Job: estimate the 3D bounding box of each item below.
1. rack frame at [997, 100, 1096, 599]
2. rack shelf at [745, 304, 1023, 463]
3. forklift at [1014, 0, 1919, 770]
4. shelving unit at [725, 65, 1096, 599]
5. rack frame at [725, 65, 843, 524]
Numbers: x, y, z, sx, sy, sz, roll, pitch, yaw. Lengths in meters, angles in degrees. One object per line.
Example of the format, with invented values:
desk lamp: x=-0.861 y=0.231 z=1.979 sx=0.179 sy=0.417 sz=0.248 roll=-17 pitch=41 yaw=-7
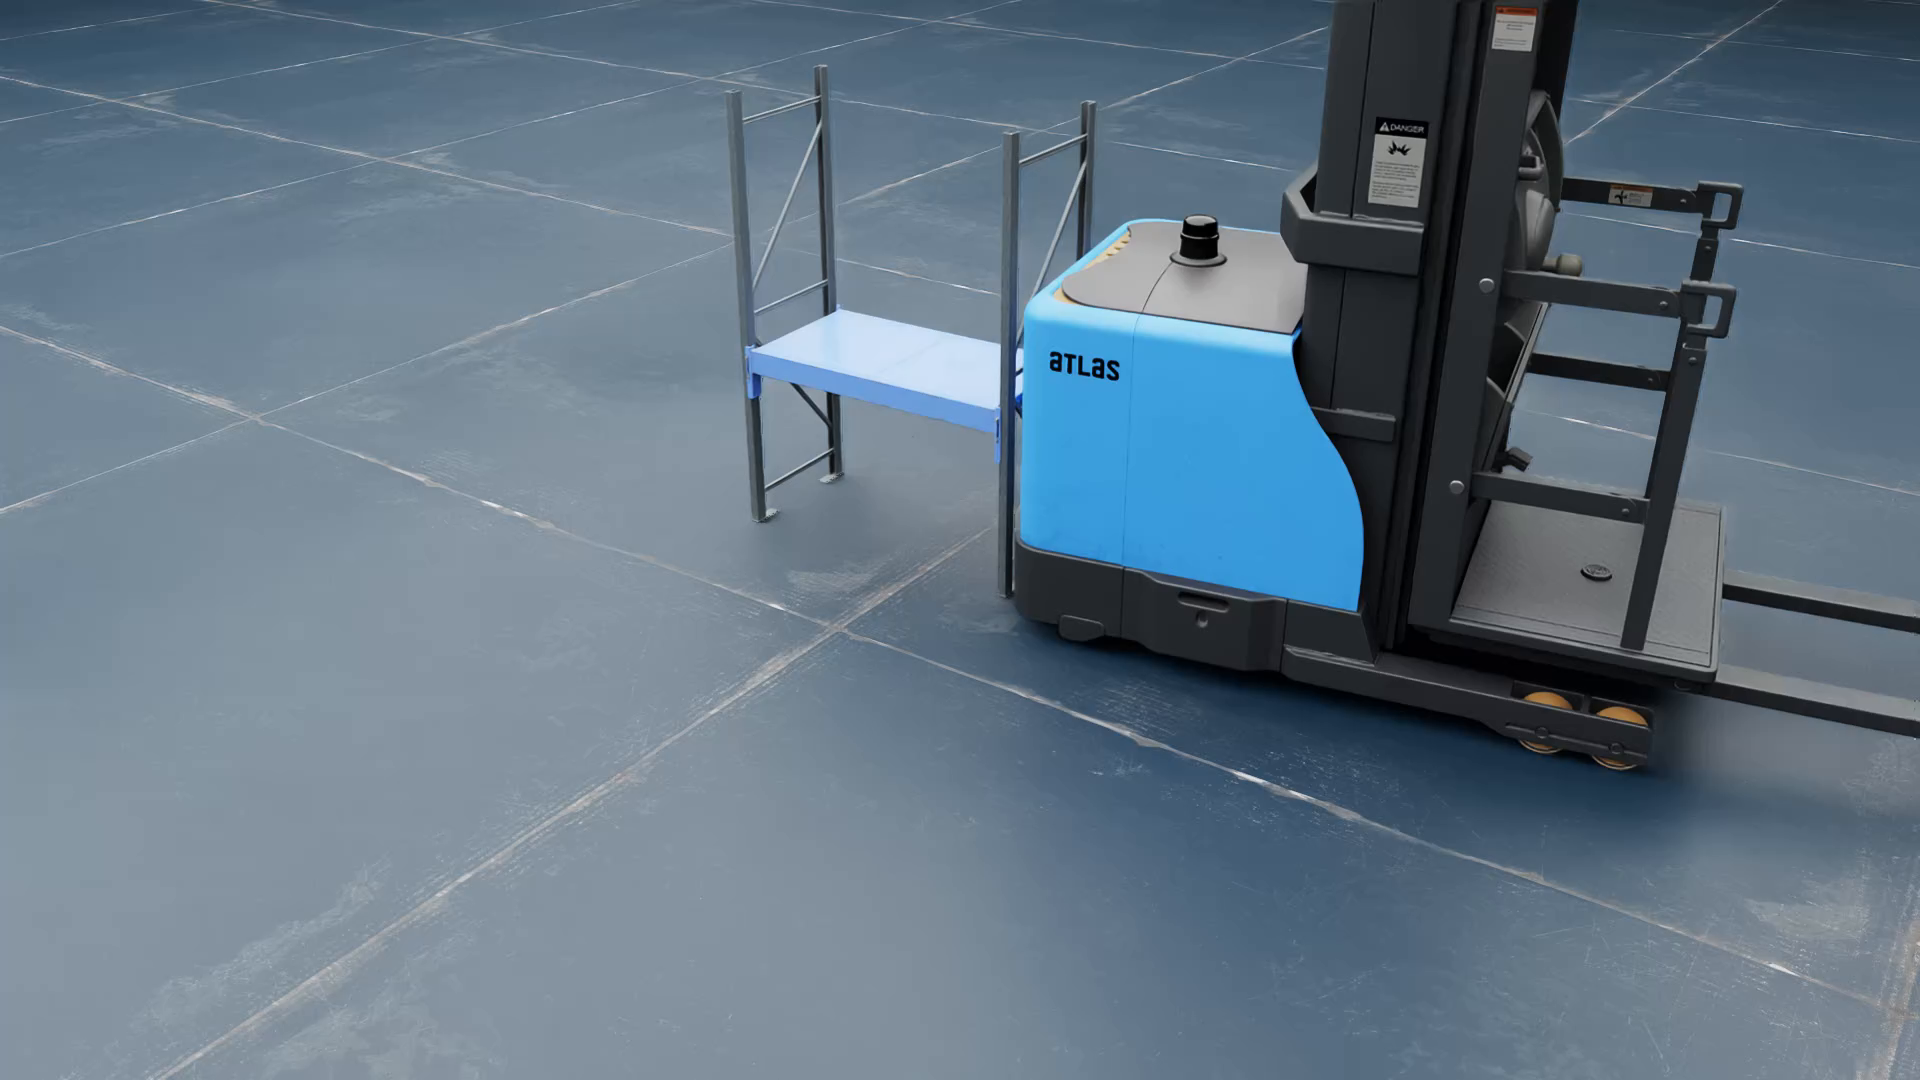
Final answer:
rack frame: x=0.268 y=-0.577 z=5.229 sx=0.032 sy=1.500 sz=0.500 roll=16 pitch=31 yaw=29
rack shelf: x=-0.160 y=-0.541 z=5.555 sx=1.000 sy=0.185 sz=0.538 roll=16 pitch=31 yaw=29
forklift: x=1.733 y=-0.956 z=4.397 sx=3.031 sy=2.935 sz=1.130 roll=11 pitch=29 yaw=21
shelving unit: x=-0.160 y=-0.701 z=5.474 sx=1.048 sy=1.500 sz=0.538 roll=16 pitch=31 yaw=29
rack frame: x=-0.588 y=-0.825 z=5.718 sx=0.032 sy=1.500 sz=0.500 roll=16 pitch=31 yaw=29
